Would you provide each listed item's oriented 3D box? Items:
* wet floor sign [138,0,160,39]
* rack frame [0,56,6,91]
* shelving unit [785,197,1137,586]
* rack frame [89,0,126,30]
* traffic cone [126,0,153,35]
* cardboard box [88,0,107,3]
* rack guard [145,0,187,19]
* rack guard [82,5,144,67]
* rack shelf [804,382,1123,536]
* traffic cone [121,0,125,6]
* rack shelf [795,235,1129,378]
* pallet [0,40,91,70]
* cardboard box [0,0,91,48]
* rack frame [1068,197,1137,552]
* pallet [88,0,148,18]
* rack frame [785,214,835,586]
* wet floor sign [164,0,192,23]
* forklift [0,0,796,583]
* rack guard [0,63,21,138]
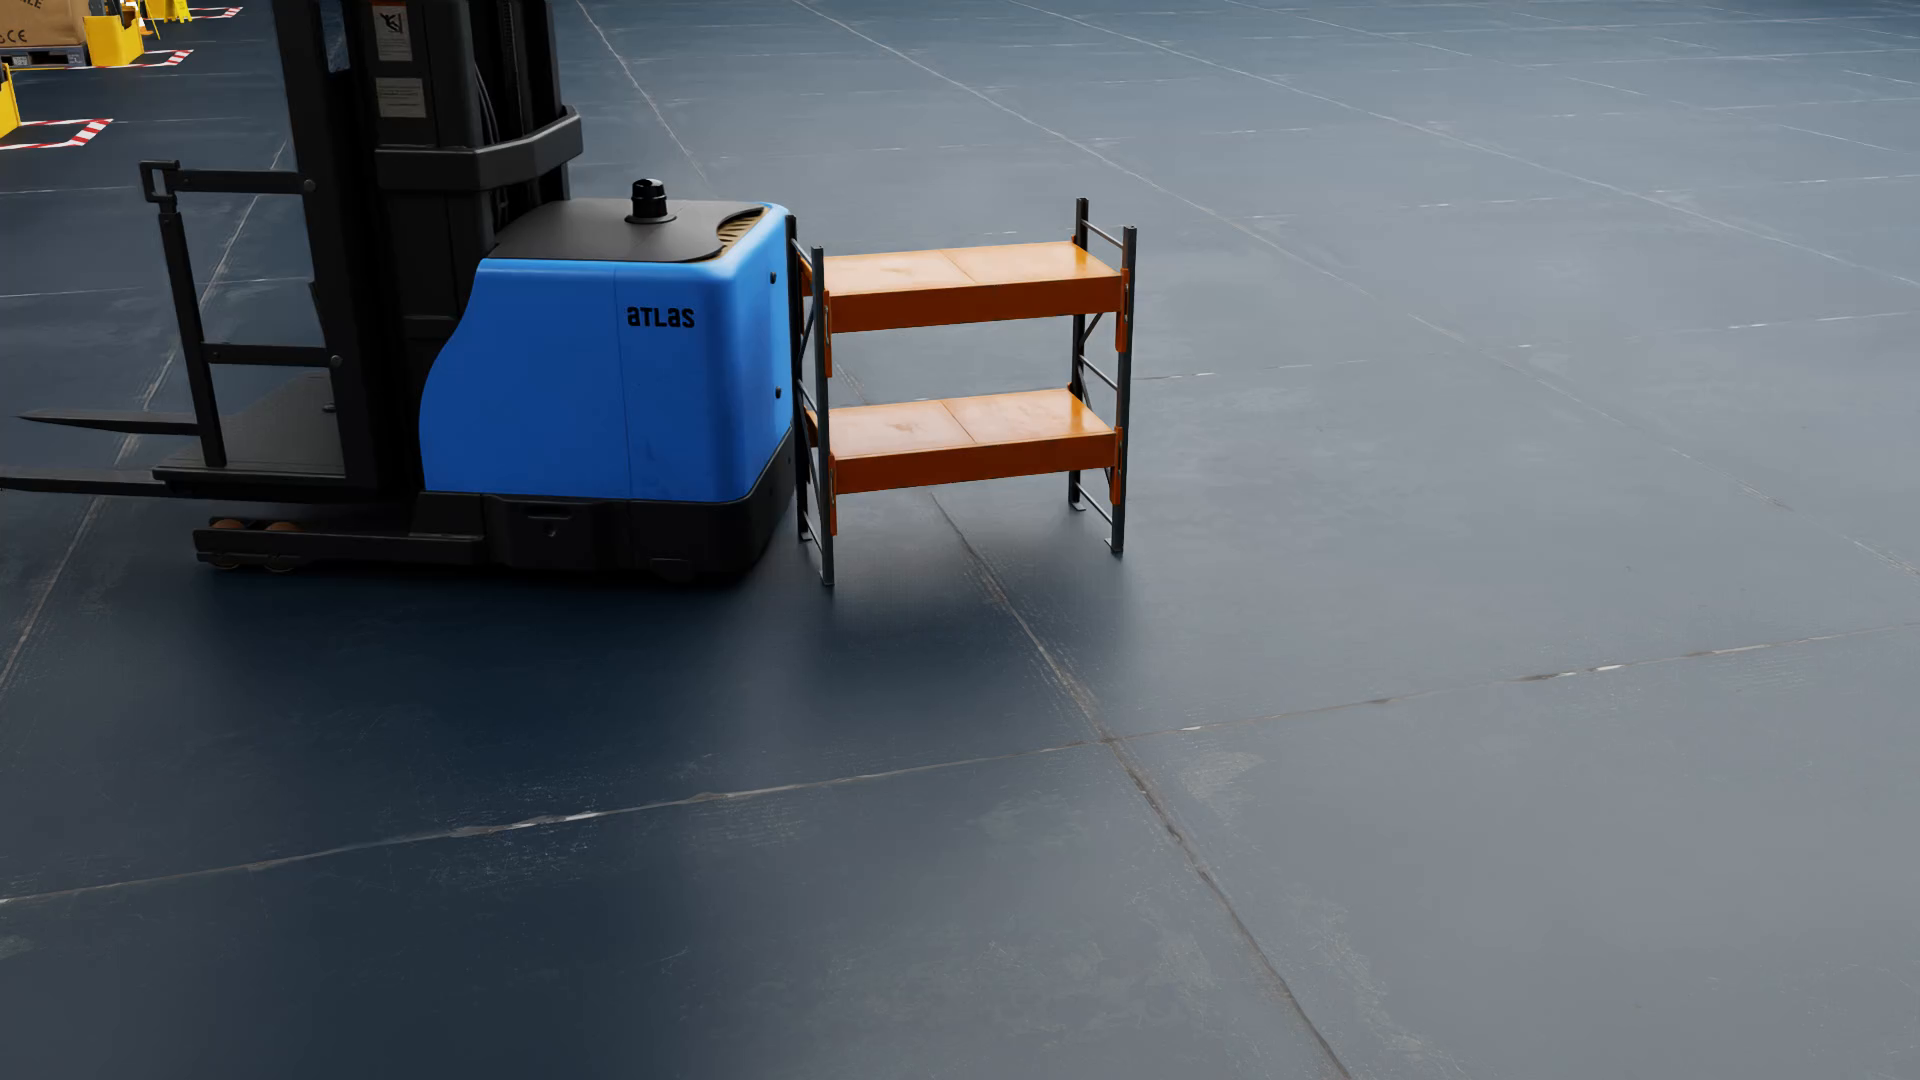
[{"bbox_3d":[-9.568,-6.212,19.493,0.232,0.644,0.267,-11,25,-23],"label":"wet floor sign"},{"bbox_3d":[-7.818,-4.645,12.856,0.127,3.000,1.000,-6,24,-14],"label":"rack frame"},{"bbox_3d":[-0.007,-0.516,5.610,1.048,1.125,0.538,-6,24,-14],"label":"shelving unit"},{"bbox_3d":[-9.061,-6.539,17.270,0.127,3.000,1.000,-6,24,-14],"label":"rack frame"},{"bbox_3d":[-9.934,-6.321,19.979,0.334,0.463,0.336,-6,24,-14],"label":"traffic cone"},{"bbox_3d":[-11.224,-7.146,21.639,0.500,0.250,0.500,-6,24,-15],"label":"cardboard box"},{"bbox_3d":[-10.568,-7.251,22.098,0.348,0.500,1.175,-6,24,-14],"label":"rack guard"},{"bbox_3d":[-9.038,-5.393,17.769,0.348,0.500,1.175,-6,24,-14],"label":"rack guard"},{"bbox_3d":[-0.007,-0.292,5.706,1.000,0.278,0.538,-6,24,-14],"label":"rack shelf"},{"bbox_3d":[-10.561,-6.706,20.876,0.334,0.463,0.336,-6,24,-14],"label":"traffic cone"},{"bbox_3d":[-0.007,-0.785,5.495,1.000,0.278,0.538,-6,24,-14],"label":"rack shelf"},{"bbox_3d":[-9.809,-5.143,17.552,1.213,0.211,1.003,-6,24,-14],"label":"pallet"},{"bbox_3d":[-9.696,-5.659,17.379,0.875,0.875,0.875,-6,24,-14],"label":"cardboard box"},{"bbox_3d":[0.483,-0.570,5.736,0.032,1.125,0.500,-6,24,-14],"label":"rack frame"},{"bbox_3d":[-11.360,-7.045,21.985,1.213,0.211,1.003,-6,24,-14],"label":"pallet"},{"bbox_3d":[-0.496,-0.462,5.484,0.032,1.125,0.500,-6,24,-14],"label":"rack frame"},{"bbox_3d":[-10.023,-6.940,21.189,0.232,0.644,0.267,2,23,4],"label":"wet floor sign"},{"bbox_3d":[-2.134,-1.441,5.476,3.031,2.935,1.130,3,23,6],"label":"forklift"},{"bbox_3d":[-7.891,-3.489,13.330,0.348,0.500,1.175,-6,24,-14],"label":"rack guard"}]
